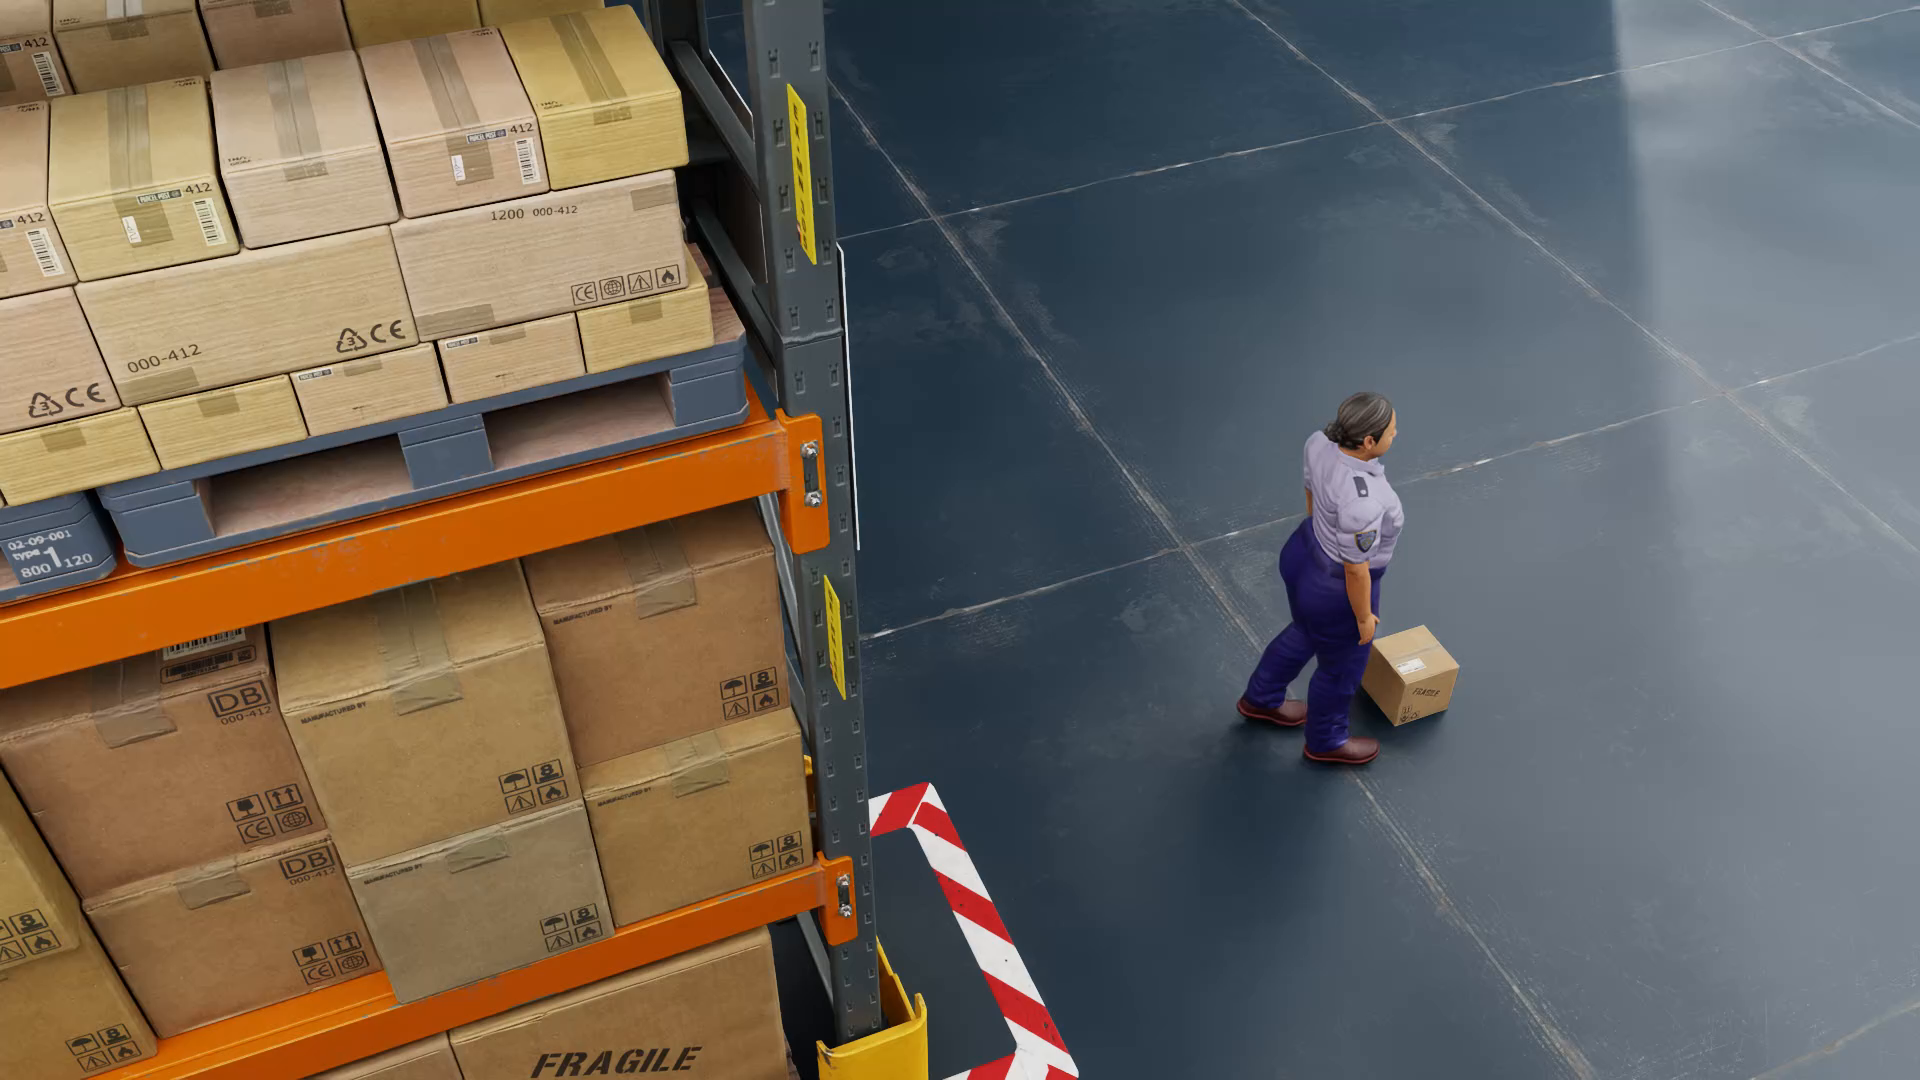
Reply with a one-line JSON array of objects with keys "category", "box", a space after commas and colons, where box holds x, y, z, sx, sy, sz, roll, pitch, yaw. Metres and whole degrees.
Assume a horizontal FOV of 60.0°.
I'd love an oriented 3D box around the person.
[{"category": "person", "box": [1.363, 0.144, 5.995, 0.491, 1.656, 0.494, -7, 42, -8]}]
